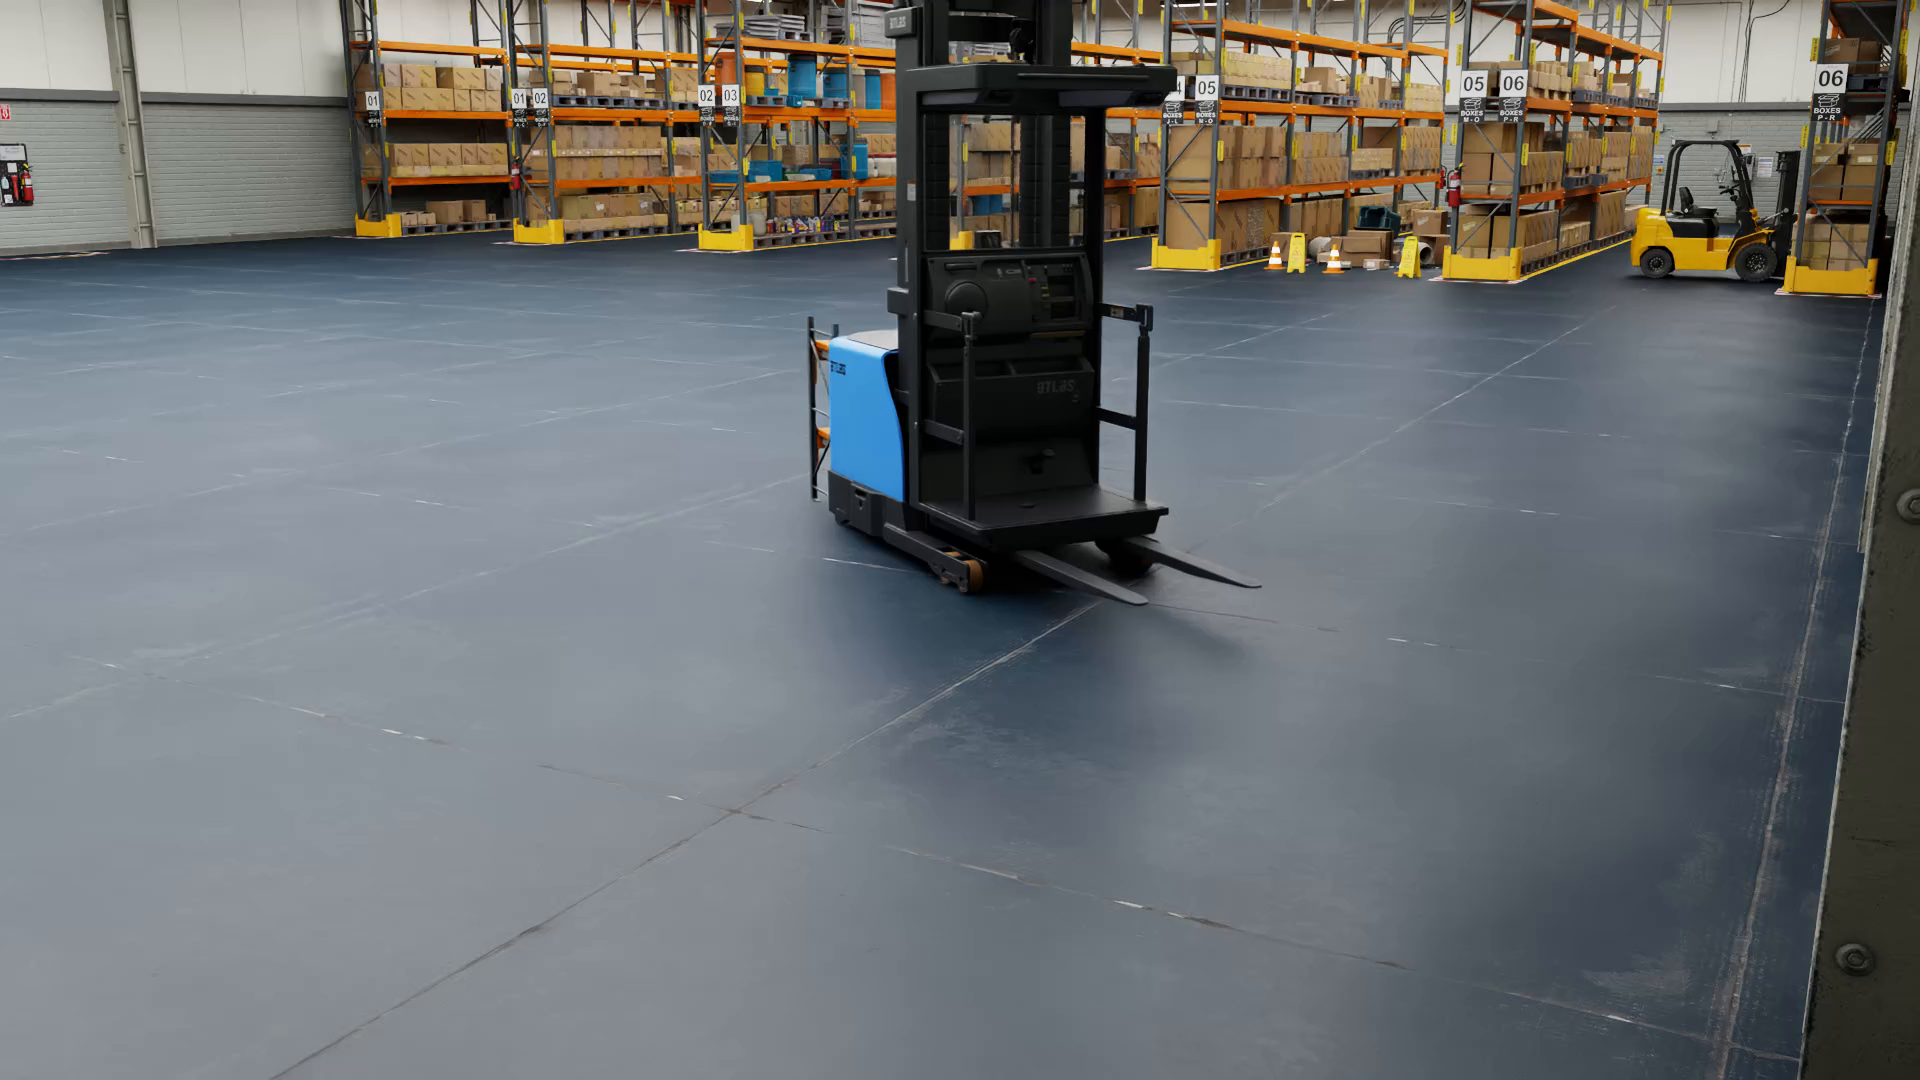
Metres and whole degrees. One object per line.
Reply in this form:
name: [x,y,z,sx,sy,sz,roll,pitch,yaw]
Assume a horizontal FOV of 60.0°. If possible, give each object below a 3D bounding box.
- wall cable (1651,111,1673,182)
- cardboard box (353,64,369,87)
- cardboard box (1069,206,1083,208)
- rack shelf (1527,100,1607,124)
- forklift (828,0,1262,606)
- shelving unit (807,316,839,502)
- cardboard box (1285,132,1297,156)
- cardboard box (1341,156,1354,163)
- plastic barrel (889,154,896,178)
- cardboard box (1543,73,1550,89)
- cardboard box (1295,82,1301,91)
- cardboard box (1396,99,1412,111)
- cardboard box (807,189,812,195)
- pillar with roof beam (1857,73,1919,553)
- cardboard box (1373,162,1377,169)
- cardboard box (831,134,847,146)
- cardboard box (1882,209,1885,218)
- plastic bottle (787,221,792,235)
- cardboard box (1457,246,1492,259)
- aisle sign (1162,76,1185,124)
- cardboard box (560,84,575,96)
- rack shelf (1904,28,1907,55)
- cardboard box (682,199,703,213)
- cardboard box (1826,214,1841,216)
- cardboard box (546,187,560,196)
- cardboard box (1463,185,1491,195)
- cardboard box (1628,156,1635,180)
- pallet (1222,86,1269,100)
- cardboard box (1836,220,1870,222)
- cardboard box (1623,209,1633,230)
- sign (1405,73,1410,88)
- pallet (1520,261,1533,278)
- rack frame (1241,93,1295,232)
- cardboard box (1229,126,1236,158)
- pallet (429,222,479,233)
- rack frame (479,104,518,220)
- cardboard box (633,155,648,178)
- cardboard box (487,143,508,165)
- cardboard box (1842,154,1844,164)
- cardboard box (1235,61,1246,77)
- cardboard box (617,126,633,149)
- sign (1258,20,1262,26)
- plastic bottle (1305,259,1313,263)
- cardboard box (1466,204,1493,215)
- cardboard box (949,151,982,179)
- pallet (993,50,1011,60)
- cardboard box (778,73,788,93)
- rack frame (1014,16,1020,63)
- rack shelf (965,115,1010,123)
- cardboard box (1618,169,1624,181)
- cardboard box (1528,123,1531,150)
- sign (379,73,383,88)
wall cable: [18.731,-10.580,44.478,0.585,1.953,0.123,7,15,28]
cardboard box: [-13.413,-10.556,37.823,0.500,0.500,0.500,8,16,31]
cardboard box: [2.652,-7.019,36.338,0.700,0.500,0.500,9,16,33]
rack shelf: [11.192,-7.968,31.014,1.077,0.370,4.000,7,15,28]
forklift: [0.361,-1.282,8.294,1.130,2.935,3.031,-7,15,-27]
shelving unit: [-0.346,-0.800,10.143,1.048,1.125,0.538,-6,15,-23]
cardboard box: [6.078,-7.627,32.116,0.700,0.500,0.500,7,15,27]
cardboard box: [8.186,-8.113,35.486,0.380,0.149,0.250,8,16,31]
plastic barrel: [-1.568,-8.610,38.252,0.433,0.535,0.433,0,14,0]
cardboard box: [9.247,-7.443,26.984,0.500,0.250,0.500,8,16,30]
cardboard box: [6.353,-8.731,31.819,0.258,0.266,0.396,7,15,27]
cardboard box: [10.165,-10.081,38.563,0.500,0.250,0.500,8,16,31]
cardboard box: [-4.184,-9.423,44.709,0.500,0.250,0.500,7,15,28]
pillar with roof beam: [1.293,-4.819,10.016,9.100,9.000,0.400,7,15,28]
cardboard box: [9.064,-8.341,37.067,0.380,0.149,0.250,8,16,30]
cardboard box: [-3.235,-11.004,46.126,0.500,0.500,0.500,7,15,28]
cardboard box: [17.445,-6.241,31.769,0.380,0.149,0.250,7,15,25]
plastic bottle: [-3.571,-6.537,34.825,0.097,0.271,0.097,0,14,0]
cardboard box: [8.458,-4.697,27.283,0.500,0.250,0.500,7,15,28]
aisle sign: [3.612,-7.452,28.191,0.394,0.787,0.004,7,15,28]
cardboard box: [-8.728,-9.798,36.195,0.500,0.250,0.500,7,15,28]
rack shelf: [19.406,-10.504,35.141,1.077,0.370,4.000,7,15,28]
cardboard box: [-6.456,-7.994,39.761,0.500,0.311,0.500,7,15,27]
cardboard box: [15.883,-5.497,29.799,0.875,0.625,0.625,8,16,30]
cardboard box: [-10.659,-8.970,42.829,0.500,0.250,0.500,7,15,26]
cardboard box: [8.285,-5.607,26.623,0.380,0.149,0.250,8,16,30]
cardboard box: [14.548,-8.206,36.652,0.500,0.500,0.500,8,16,30]
pallet: [4.847,-7.988,29.753,1.003,0.211,1.213,7,15,28]
cardboard box: [13.526,-4.702,25.169,0.500,0.250,0.500,7,15,28]
cardboard box: [14.490,-7.166,37.122,0.875,0.438,0.875,7,15,27]
sign: [10.198,-10.470,37.911,0.100,0.325,0.005,7,15,28]
pallet: [8.751,-4.451,27.241,1.003,0.211,1.213,7,15,28]
rack frame: [5.843,-6.989,31.819,1.000,3.000,0.127,7,15,28]
cardboard box: [4.307,-6.962,29.080,0.875,0.550,0.550,7,15,28]
pallet: [-12.341,-7.507,39.916,1.003,0.211,1.213,7,15,28]
rack frame: [-11.459,-9.256,41.220,1.000,3.000,0.127,7,15,28]
cardboard box: [-7.579,-8.543,38.051,0.700,0.500,0.500,7,15,27]
cardboard box: [-11.416,-9.425,40.600,0.500,0.500,0.500,7,15,28]
cardboard box: [12.967,-5.685,24.814,0.380,0.149,0.250,7,15,28]
cardboard box: [4.611,-8.126,28.708,0.500,0.250,0.500,7,15,27]
cardboard box: [-7.815,-9.076,37.494,0.700,0.500,0.500,7,15,28]
sign: [7.819,-13.379,43.359,0.100,0.325,0.005,7,15,28]
plastic bottle: [6.218,-5.030,29.963,0.283,0.061,0.133,2,14,9]
cardboard box: [8.569,-5.453,27.432,0.380,0.149,0.250,8,16,30]
cardboard box: [-0.094,-7.054,31.241,0.875,0.500,0.500,7,15,28]
pallet: [0.708,-12.231,42.019,1.003,0.211,1.213,7,15,28]
cardboard box: [-4.724,-11.702,42.621,0.500,0.500,0.500,7,15,28]
rack frame: [1.550,-10.488,33.533,1.000,3.000,0.127,7,15,28]
rack shelf: [0.114,-10.473,41.403,1.077,0.370,4.000,7,15,28]
cardboard box: [13.849,-7.793,35.472,0.500,0.250,0.500,7,15,27]
cardboard box: [9.290,-6.861,28.304,0.700,0.500,0.500,7,15,27]
sign: [-12.917,-10.257,37.107,0.100,0.325,0.005,7,15,28]
